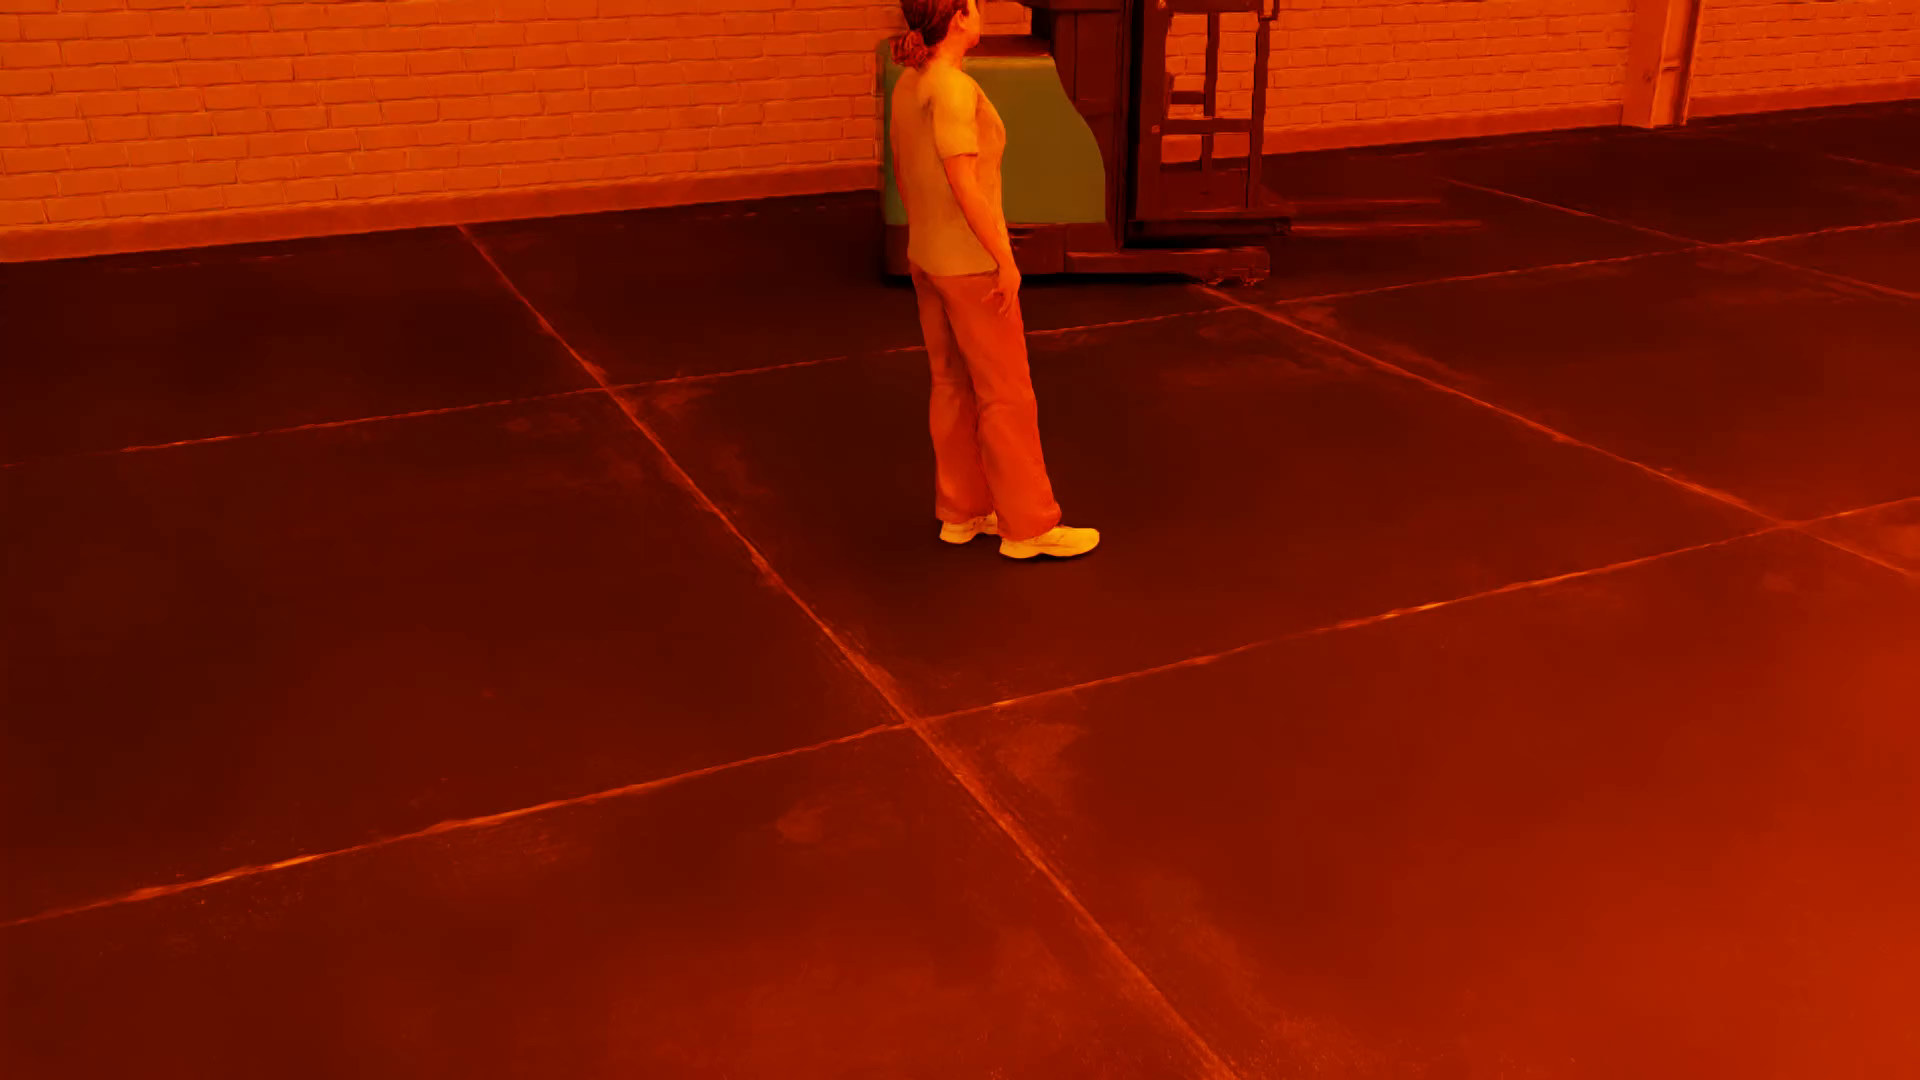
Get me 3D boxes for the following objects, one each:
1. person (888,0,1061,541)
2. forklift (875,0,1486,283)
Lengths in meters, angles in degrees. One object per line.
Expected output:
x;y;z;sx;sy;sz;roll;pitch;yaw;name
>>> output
0.020;-0.813;4.777;0.411;1.609;0.536;-10;25;-23;person
1.100;-2.804;8.036;3.031;2.935;1.130;-2;23;-5;forklift
